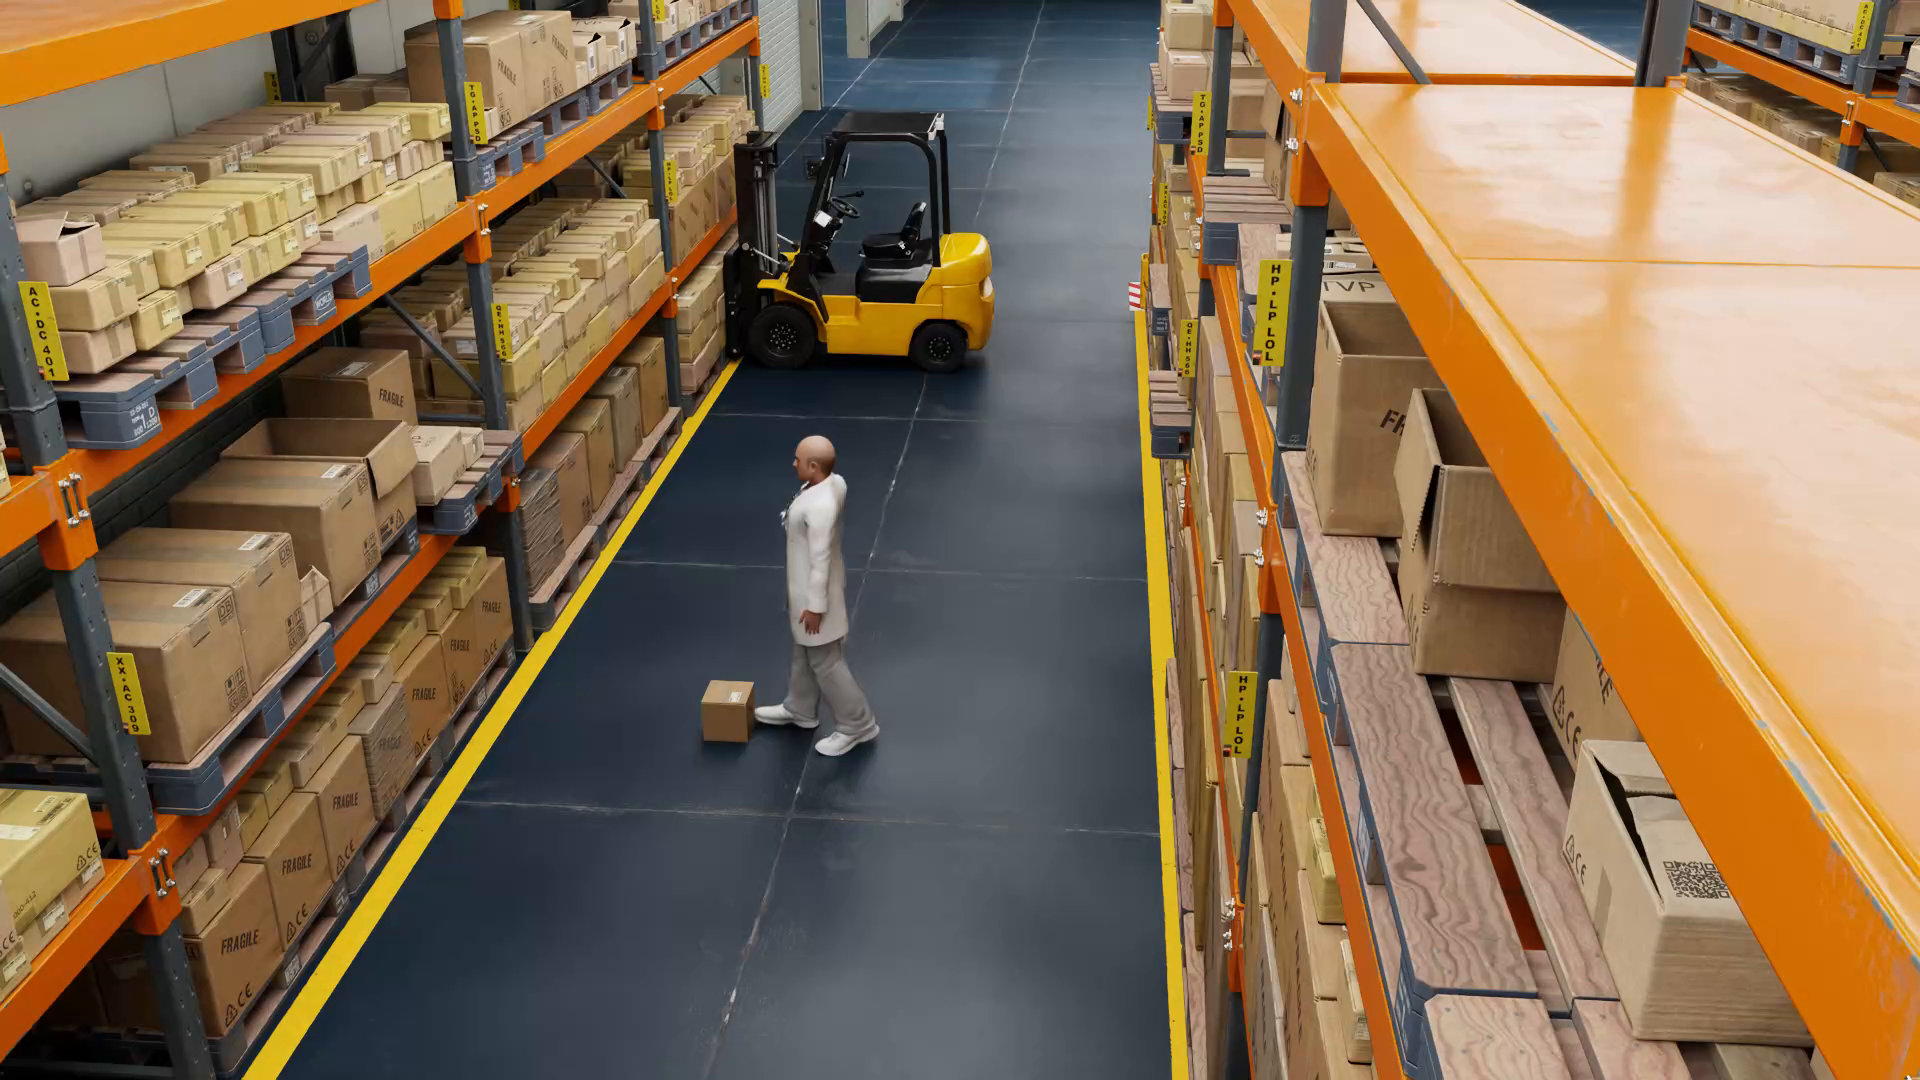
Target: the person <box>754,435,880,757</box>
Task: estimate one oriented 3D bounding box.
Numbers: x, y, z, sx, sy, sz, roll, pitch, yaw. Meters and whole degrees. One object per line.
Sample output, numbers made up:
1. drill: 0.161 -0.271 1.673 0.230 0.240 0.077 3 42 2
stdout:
1. person: -0.806 0.279 8.994 0.739 1.796 0.604 2 24 4
